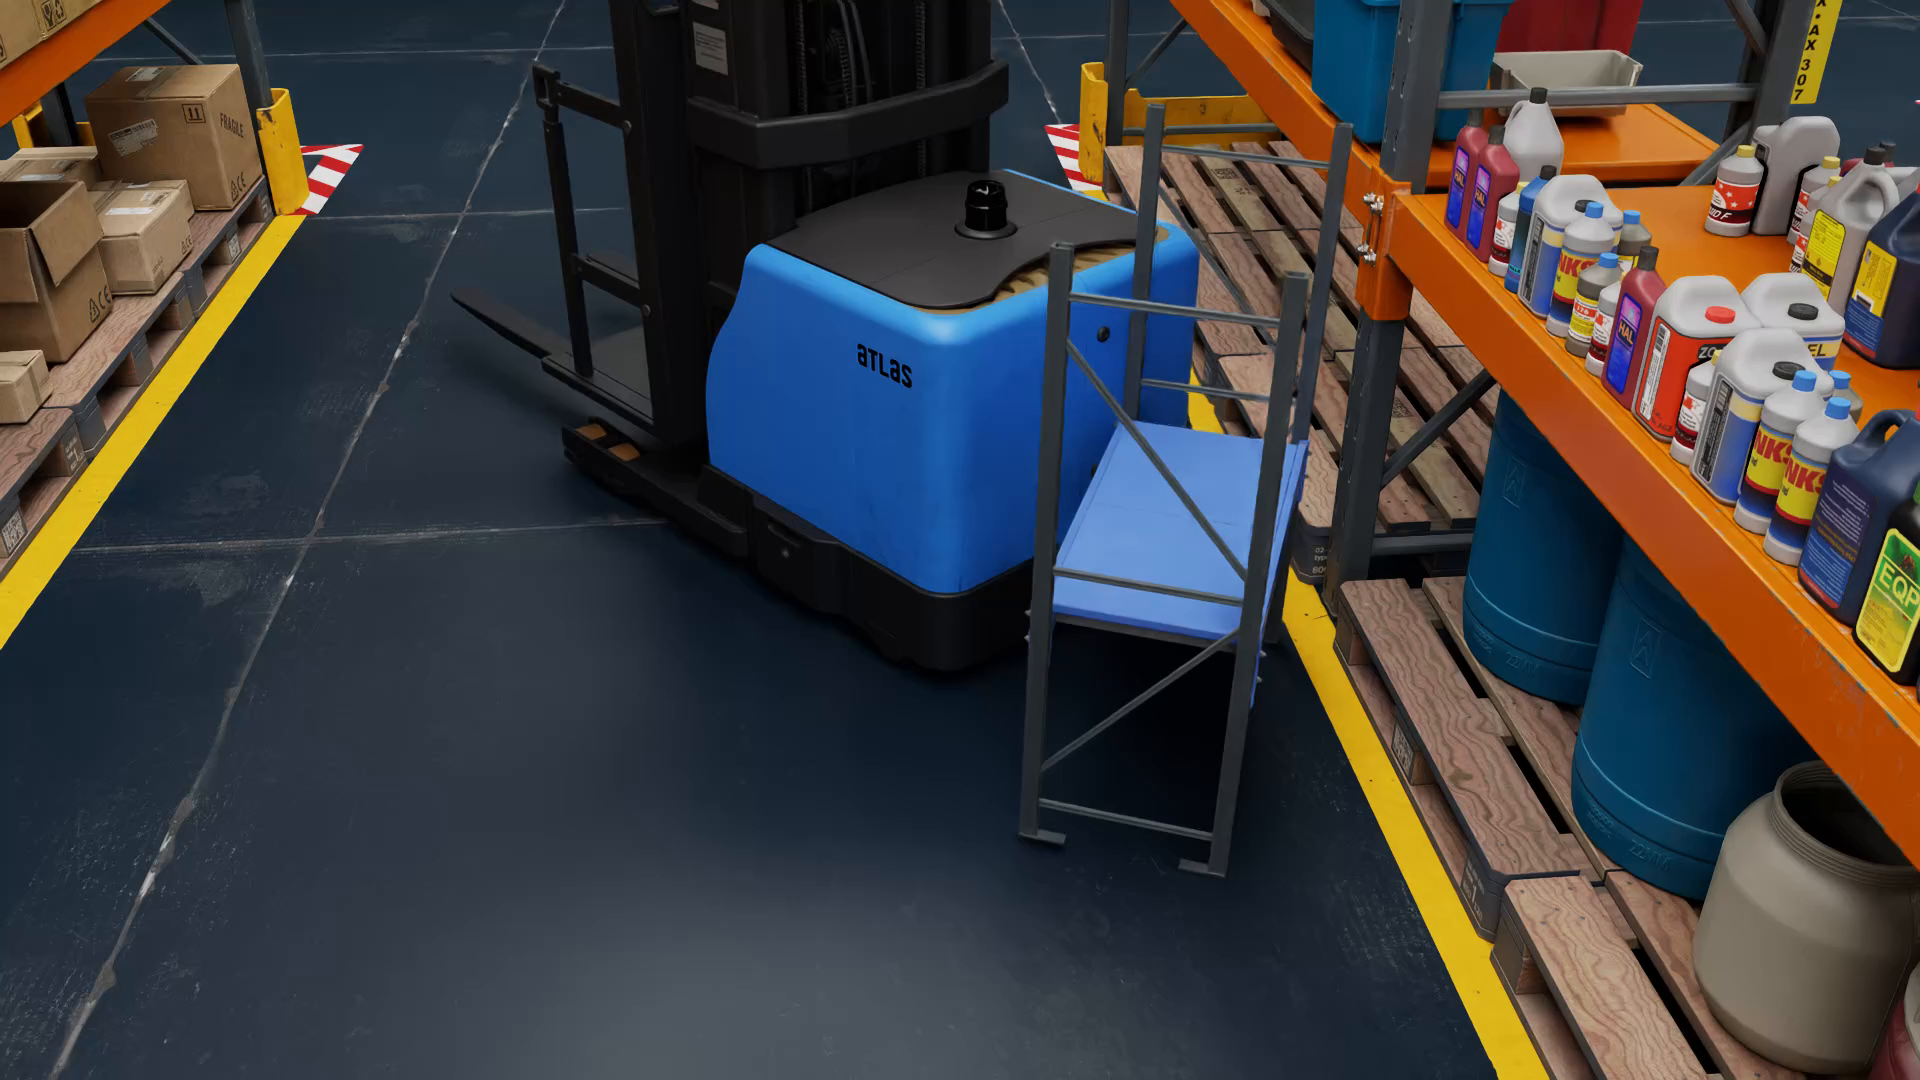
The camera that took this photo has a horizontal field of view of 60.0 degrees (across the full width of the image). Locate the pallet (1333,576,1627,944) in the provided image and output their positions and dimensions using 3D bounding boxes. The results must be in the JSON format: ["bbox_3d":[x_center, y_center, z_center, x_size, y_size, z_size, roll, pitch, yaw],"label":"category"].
[{"bbox_3d":[1.611,0.486,4.230,1.003,0.211,1.213,-3,31,-5],"label":"pallet"}]

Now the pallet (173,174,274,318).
[{"bbox_3d":[-3.643,-1.270,7.171,1.003,0.211,1.213,-3,31,-5],"label":"pallet"}]

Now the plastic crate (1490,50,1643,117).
[{"bbox_3d":[1.679,-1.264,4.639,0.396,0.136,0.243,-3,31,-5],"label":"plastic crate"}]

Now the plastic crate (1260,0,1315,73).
[{"bbox_3d":[1.208,-1.573,5.168,0.437,0.125,0.590,-3,31,-5],"label":"plastic crate"}]

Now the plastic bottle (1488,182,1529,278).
[{"bbox_3d":[1.231,-0.688,3.670,0.097,0.201,0.097,0,31,0],"label":"plastic bottle"}]

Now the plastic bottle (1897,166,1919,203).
[{"bbox_3d":[1.992,-0.632,3.431,0.144,0.351,0.185,-3,31,-5],"label":"plastic bottle"}]

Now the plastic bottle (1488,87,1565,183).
[{"bbox_3d":[1.294,-0.870,3.829,0.144,0.351,0.185,-3,31,-5],"label":"plastic bottle"}]

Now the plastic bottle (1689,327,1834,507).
[{"bbox_3d":[1.352,-0.208,2.794,0.152,0.276,0.135,-3,31,-5],"label":"plastic bottle"}]

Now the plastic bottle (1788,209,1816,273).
[{"bbox_3d":[1.850,-0.634,3.579,0.097,0.201,0.097,0,31,0],"label":"plastic bottle"}]

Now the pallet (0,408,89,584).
[{"bbox_3d":[-3.415,-0.025,5.086,1.003,0.211,1.213,-3,31,-5],"label":"pallet"}]

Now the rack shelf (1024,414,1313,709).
[{"bbox_3d":[0.541,0.011,4.100,0.538,0.185,1.000,10,32,13],"label":"rack shelf"}]

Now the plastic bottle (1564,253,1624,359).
[{"bbox_3d":[1.271,-0.470,3.305,0.097,0.201,0.097,0,31,0],"label":"plastic bottle"}]

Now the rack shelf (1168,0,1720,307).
[{"bbox_3d":[1.393,-1.819,6.072,1.077,0.370,4.000,-3,31,-5],"label":"rack shelf"}]

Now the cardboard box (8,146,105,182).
[{"bbox_3d":[-4.029,-1.648,7.435,0.380,0.149,0.250,-3,31,-5],"label":"cardboard box"}]

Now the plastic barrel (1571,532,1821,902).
[{"bbox_3d":[1.680,0.254,3.536,0.600,0.901,0.708,-3,31,-5],"label":"plastic barrel"}]

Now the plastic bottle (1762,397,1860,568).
[{"bbox_3d":[1.345,-0.095,2.610,0.097,0.271,0.097,0,31,0],"label":"plastic bottle"}]

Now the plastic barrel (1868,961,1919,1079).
[{"bbox_3d":[1.786,0.965,2.651,0.600,0.588,0.708,-3,31,-5],"label":"plastic barrel"}]

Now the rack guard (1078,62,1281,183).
[{"bbox_3d":[1.191,-2.087,8.257,1.175,0.500,0.348,-3,31,-5],"label":"rack guard"}]

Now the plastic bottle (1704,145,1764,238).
[{"bbox_3d":[1.816,-0.820,3.892,0.097,0.201,0.097,0,31,0],"label":"plastic bottle"}]

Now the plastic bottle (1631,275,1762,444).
[{"bbox_3d":[1.331,-0.326,2.992,0.152,0.276,0.135,-3,31,-5],"label":"plastic bottle"}]

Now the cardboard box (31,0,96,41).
[{"bbox_3d":[-3.273,-1.964,5.515,0.500,0.500,0.500,-3,31,-5],"label":"cardboard box"}]

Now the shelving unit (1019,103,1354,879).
[{"bbox_3d":[0.545,-0.143,4.008,0.538,1.500,1.048,10,32,13],"label":"shelving unit"}]

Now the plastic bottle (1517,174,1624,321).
[{"bbox_3d":[1.278,-0.612,3.470,0.152,0.276,0.135,-3,31,-5],"label":"plastic bottle"}]

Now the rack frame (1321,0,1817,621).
[{"bbox_3d":[1.580,-1.107,4.178,1.000,3.000,0.127,-3,31,-5],"label":"rack frame"}]

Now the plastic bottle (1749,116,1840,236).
[{"bbox_3d":[1.939,-0.868,3.898,0.152,0.276,0.135,-3,31,-5],"label":"plastic bottle"}]

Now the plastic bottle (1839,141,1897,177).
[{"bbox_3d":[2.006,-0.755,3.702,0.061,0.283,0.133,-3,31,-5],"label":"plastic bottle"}]

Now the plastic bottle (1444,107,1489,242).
[{"bbox_3d":[1.190,-0.849,3.860,0.061,0.283,0.133,-3,31,-5],"label":"plastic bottle"}]

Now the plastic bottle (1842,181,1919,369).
[{"bbox_3d":[1.866,-0.531,3.261,0.144,0.351,0.185,-3,31,-5],"label":"plastic bottle"}]

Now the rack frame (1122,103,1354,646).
[{"bbox_3d":[0.687,-0.390,4.429,0.500,1.500,0.032,10,32,13],"label":"rack frame"}]

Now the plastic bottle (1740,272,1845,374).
[{"bbox_3d":[1.482,-0.333,3.004,0.152,0.276,0.135,-3,31,-5],"label":"plastic bottle"}]

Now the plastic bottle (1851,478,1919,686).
[{"bbox_3d":[1.355,0.054,2.349,0.061,0.283,0.133,-3,31,-5],"label":"plastic bottle"}]

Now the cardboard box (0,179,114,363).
[{"bbox_3d":[-3.533,-0.947,5.916,0.797,0.503,0.637,-3,31,-5],"label":"cardboard box"}]

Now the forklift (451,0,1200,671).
[{"bbox_3d":[-0.690,-1.569,5.019,1.130,2.935,3.031,-26,39,-36],"label":"forklift"}]

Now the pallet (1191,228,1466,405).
[{"bbox_3d":[1.356,-0.907,6.563,1.003,0.211,1.213,-3,31,-5],"label":"pallet"}]

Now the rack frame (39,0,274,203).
[{"bbox_3d":[-3.726,-2.913,7.203,1.000,3.000,0.127,-3,31,-5],"label":"rack frame"}]

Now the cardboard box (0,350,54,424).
[{"bbox_3d":[-3.267,-0.510,5.512,0.380,0.166,0.250,-3,31,-5],"label":"cardboard box"}]

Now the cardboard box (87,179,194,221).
[{"bbox_3d":[-3.481,-1.409,7.018,0.380,0.166,0.250,-3,31,-5],"label":"cardboard box"}]
